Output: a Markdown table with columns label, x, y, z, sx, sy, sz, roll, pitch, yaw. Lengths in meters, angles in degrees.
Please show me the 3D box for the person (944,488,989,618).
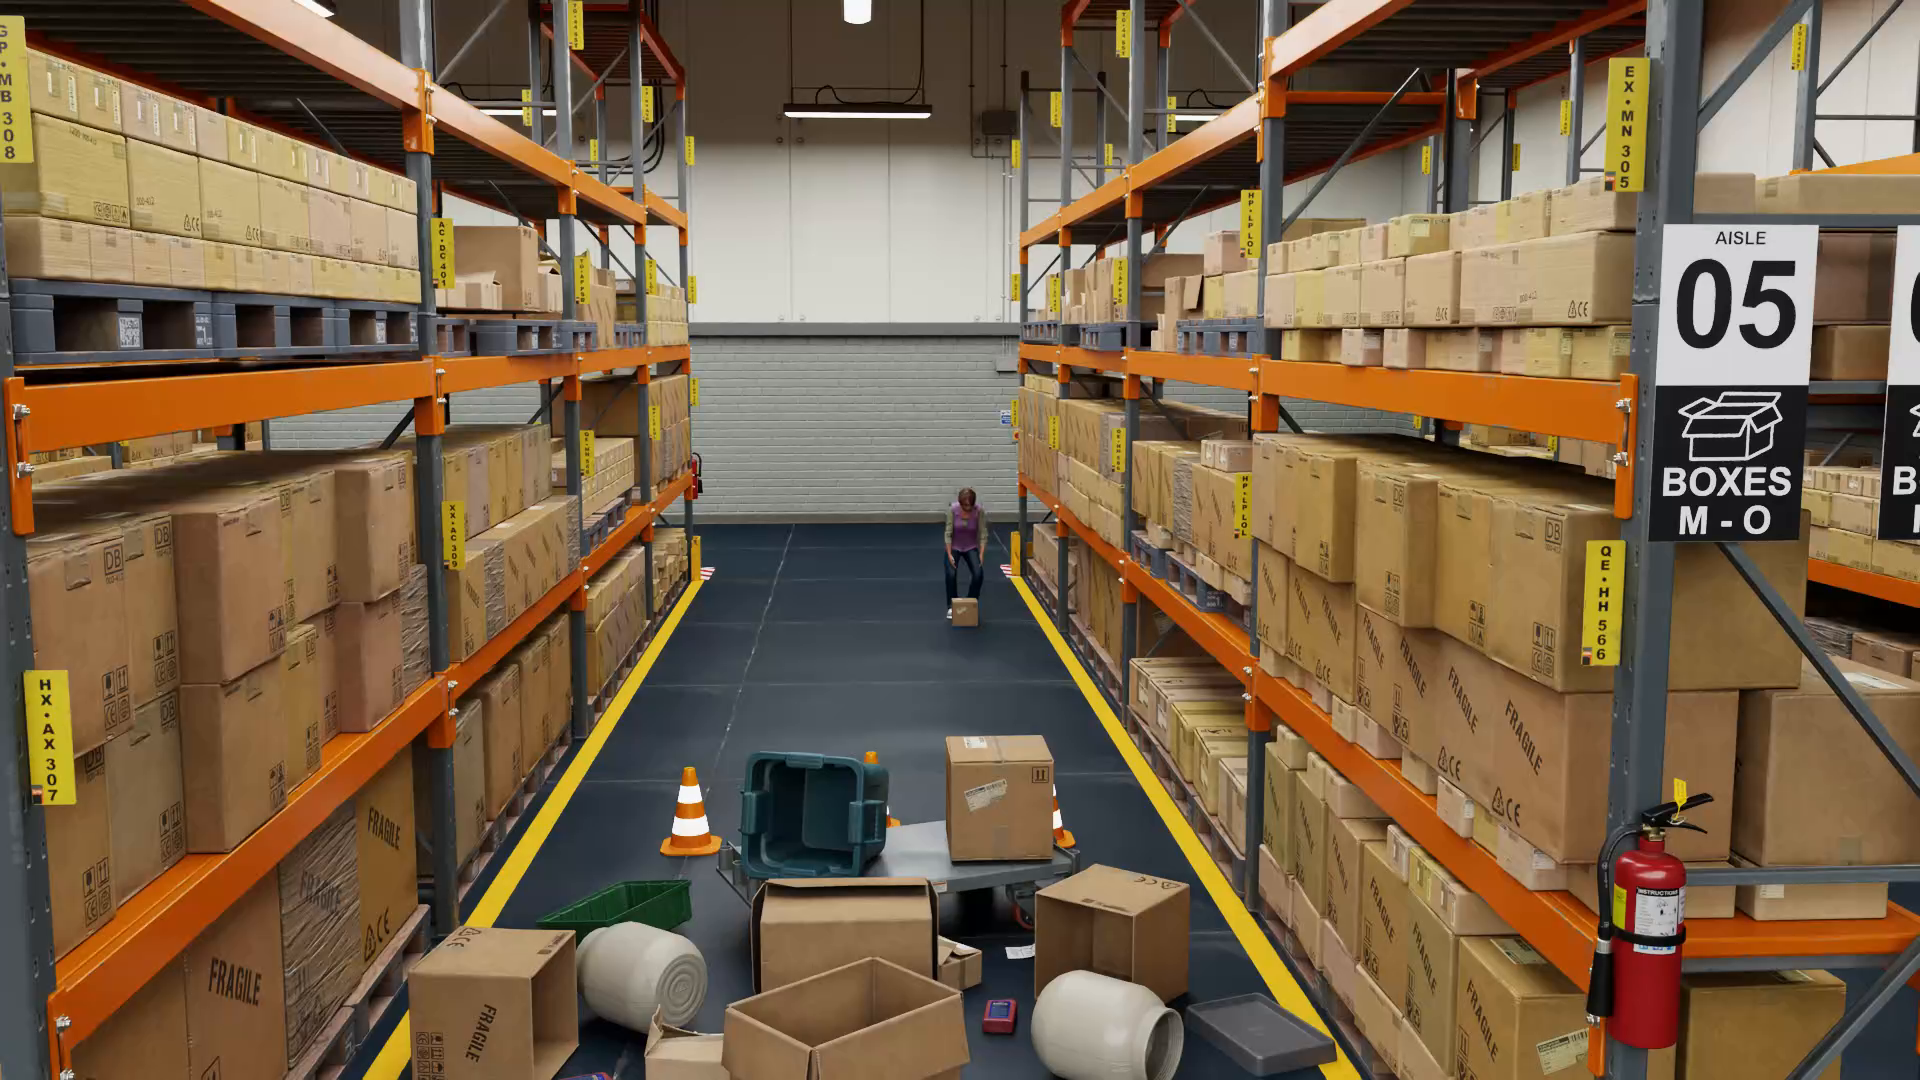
| label | x | y | z | sx | sy | sz | roll | pitch | yaw |
| --- | --- | --- | --- | --- | --- | --- | --- | --- | --- |
| person | 0.059 | 0.128 | 17.200 | 0.460 | 1.376 | 0.600 | 0 | 7 | -3 |
